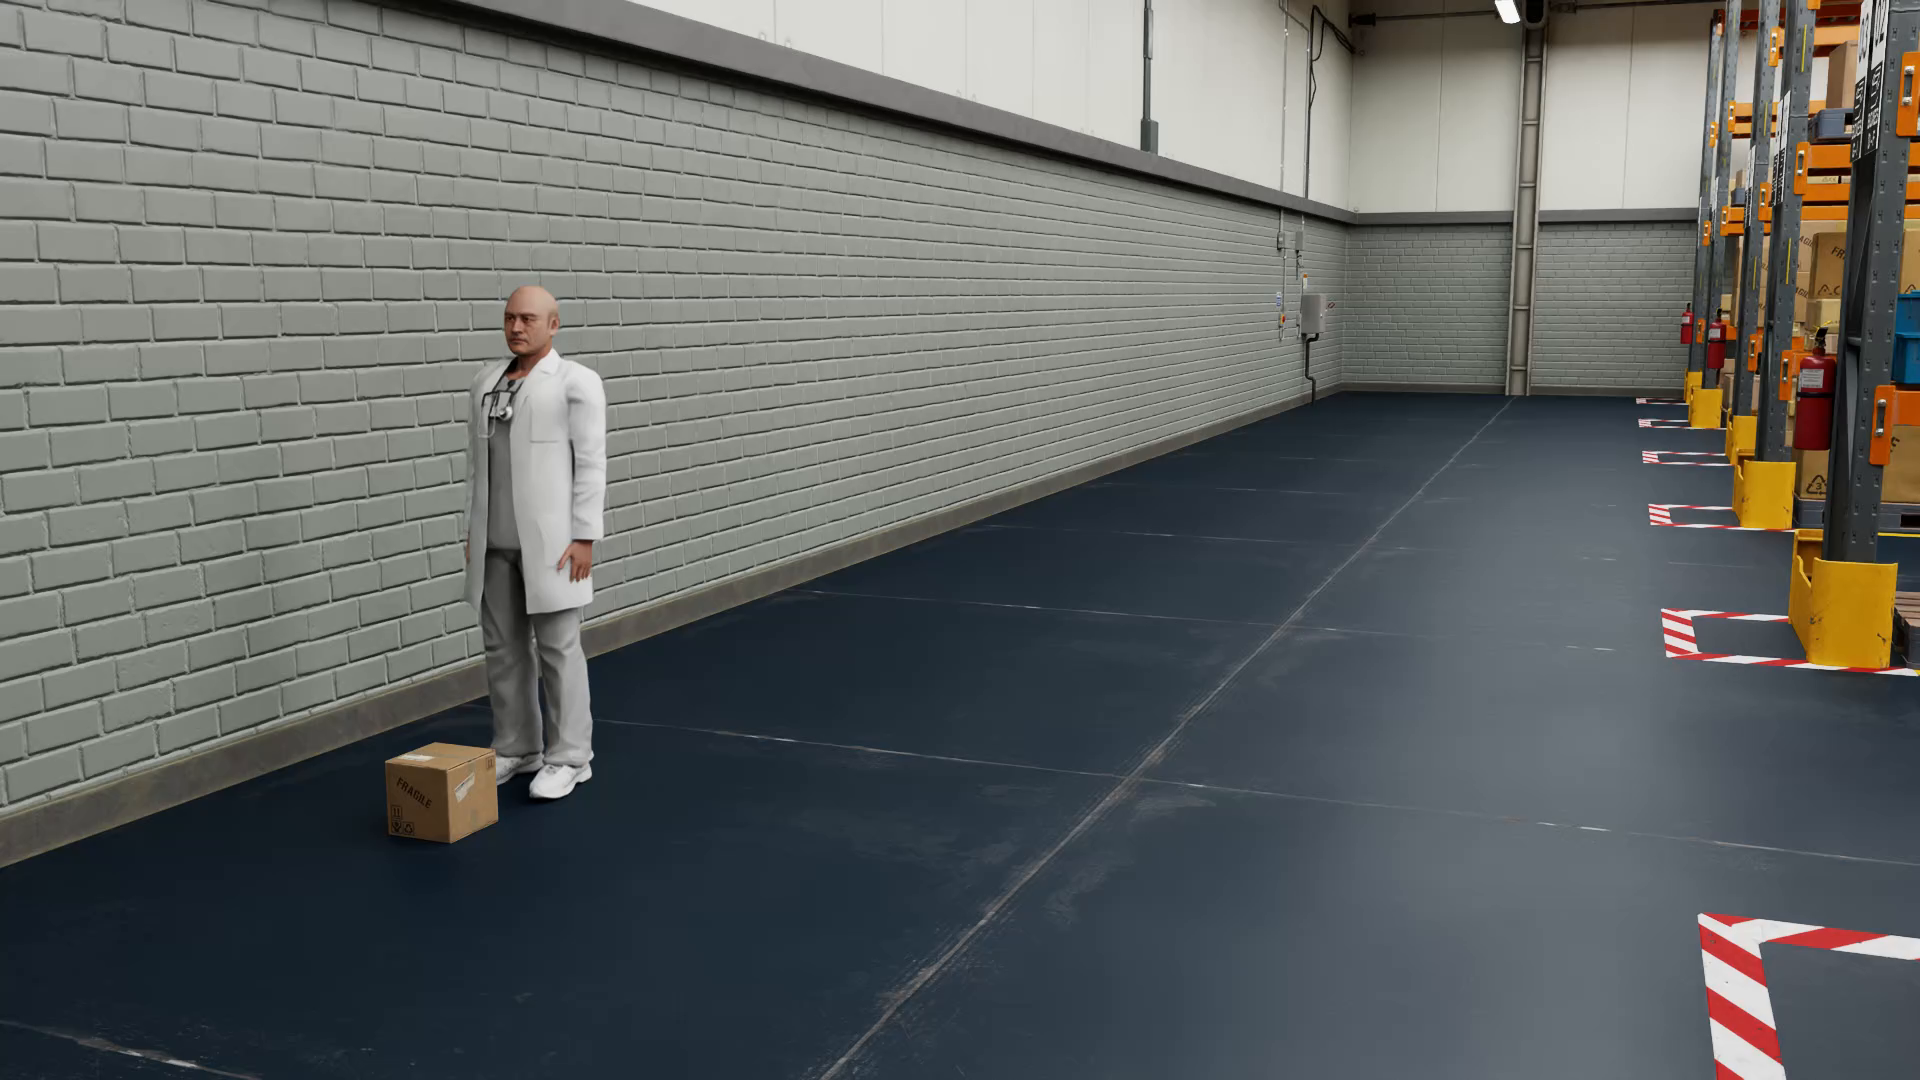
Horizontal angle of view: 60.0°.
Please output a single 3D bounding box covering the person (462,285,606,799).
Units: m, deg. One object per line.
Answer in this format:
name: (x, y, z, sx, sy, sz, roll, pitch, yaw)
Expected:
person: (-1.510, 0.010, 5.849, 0.563, 1.794, 0.393, 3, 9, 22)
